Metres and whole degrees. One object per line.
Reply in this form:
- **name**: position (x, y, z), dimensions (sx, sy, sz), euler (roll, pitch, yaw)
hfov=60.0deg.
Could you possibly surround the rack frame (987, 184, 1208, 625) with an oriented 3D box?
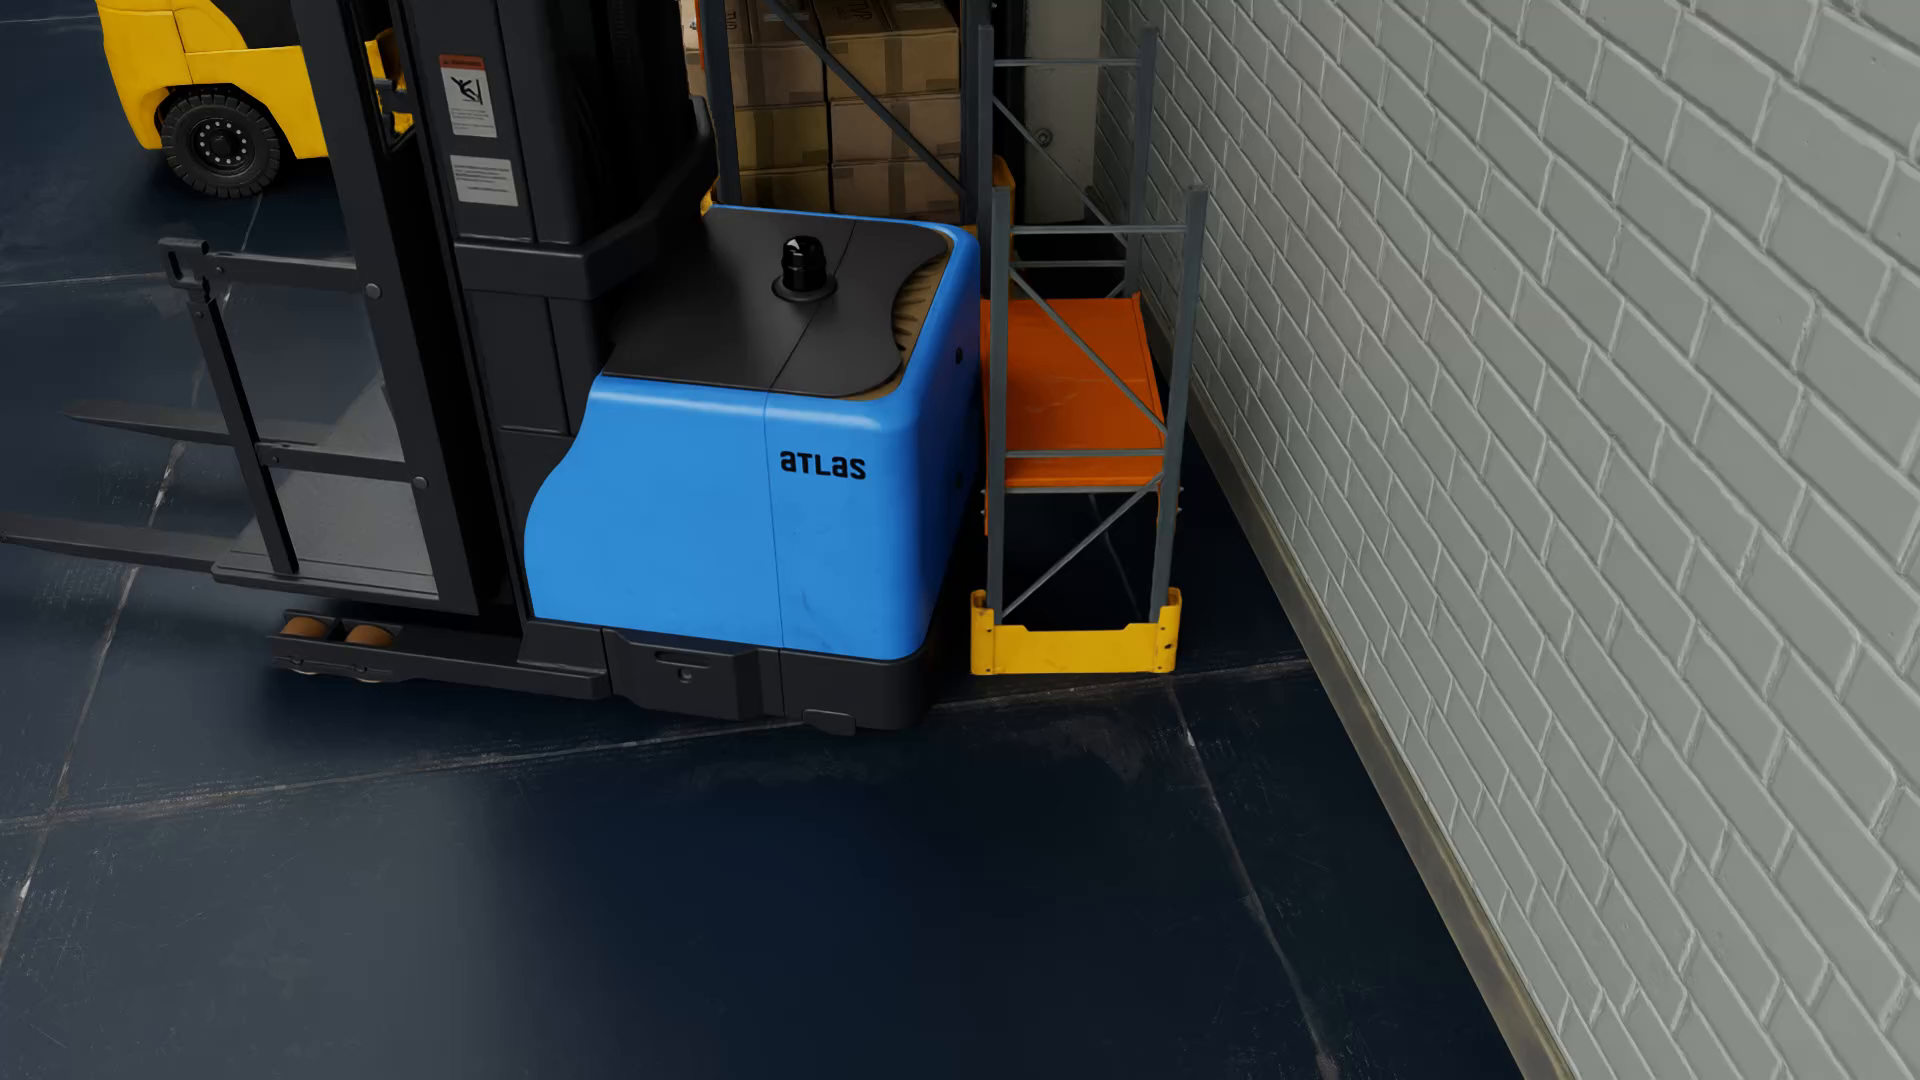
- **rack frame**: position (0.324, -0.222, 4.314), dimensions (0.500, 1.500, 0.032), euler (-1, 38, -1)

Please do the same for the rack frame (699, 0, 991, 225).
- **rack frame**: position (-0.395, -2.119, 5.532), dimensions (1.000, 3.000, 0.127), euler (-6, 38, -8)

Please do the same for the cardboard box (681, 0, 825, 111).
- **cardboard box**: position (-0.783, -1.838, 6.255), dimensions (0.500, 0.250, 0.500), euler (-5, 38, -6)

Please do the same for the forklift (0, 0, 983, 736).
- **forklift**: position (-1.496, -1.062, 4.228), dimensions (3.031, 2.935, 1.130), euler (6, 38, 8)

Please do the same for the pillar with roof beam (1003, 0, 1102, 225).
- **pillar with roof beam**: position (-3.868, -4.542, 3.762), dimensions (9.100, 9.000, 0.400), euler (-6, 38, -8)

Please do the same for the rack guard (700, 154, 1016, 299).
- **rack guard**: position (-0.391, -1.117, 6.280), dimensions (1.175, 0.500, 0.348), euler (-6, 38, -8)

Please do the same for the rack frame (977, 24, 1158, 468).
- **rack frame**: position (0.303, -0.846, 5.117), dimensions (0.500, 1.500, 0.032), euler (-1, 38, -1)

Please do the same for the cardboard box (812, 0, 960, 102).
- **cardboard box**: position (-0.293, -1.904, 6.340), dimensions (0.500, 0.250, 0.500), euler (-7, 38, -9)

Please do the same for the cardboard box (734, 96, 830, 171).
- **cardboard box**: position (-0.788, -1.657, 6.429), dimensions (0.500, 0.250, 0.500), euler (-7, 38, -9)

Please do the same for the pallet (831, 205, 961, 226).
- **pallet**: position (-0.571, -1.475, 6.976), dimensions (1.003, 0.211, 1.213), euler (-6, 38, -8)

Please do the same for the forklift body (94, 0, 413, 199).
- **forklift body**: position (-2.524, -2.733, 7.014), dimensions (2.313, 2.155, 1.214), euler (-6, 38, -8)

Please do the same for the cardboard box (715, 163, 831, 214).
- **cardboard box**: position (-0.789, -1.449, 6.568), dimensions (0.500, 0.250, 0.500), euler (-6, 38, -8)

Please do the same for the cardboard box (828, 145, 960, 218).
- **cardboard box**: position (-0.289, -1.516, 6.656), dimensions (0.500, 0.250, 0.500), euler (-6, 38, -8)

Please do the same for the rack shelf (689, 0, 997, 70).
- **rack shelf**: position (-0.746, -3.043, 7.308), dimensions (1.077, 0.370, 4.000), euler (-6, 38, -8)

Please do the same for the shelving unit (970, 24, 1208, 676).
- **shelving unit**: position (0.313, -0.540, 4.722), dimensions (0.587, 1.500, 1.083), euler (-1, 38, -1)

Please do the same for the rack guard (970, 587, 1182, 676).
- **rack guard**: position (0.324, 0.259, 4.713), dimensions (0.587, 0.250, 0.087), euler (-1, 38, -1)

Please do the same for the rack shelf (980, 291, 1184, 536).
- **rack shelf**: position (0.313, -0.392, 4.826), dimensions (0.538, 0.185, 1.000), euler (-1, 38, -1)

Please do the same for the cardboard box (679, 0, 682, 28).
- **cardboard box**: position (-0.878, -2.146, 6.651), dimensions (0.500, 0.250, 0.500), euler (-6, 38, -7)

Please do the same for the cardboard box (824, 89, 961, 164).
- **cardboard box**: position (-0.273, -1.702, 6.488), dimensions (0.500, 0.250, 0.500), euler (-6, 38, -7)
